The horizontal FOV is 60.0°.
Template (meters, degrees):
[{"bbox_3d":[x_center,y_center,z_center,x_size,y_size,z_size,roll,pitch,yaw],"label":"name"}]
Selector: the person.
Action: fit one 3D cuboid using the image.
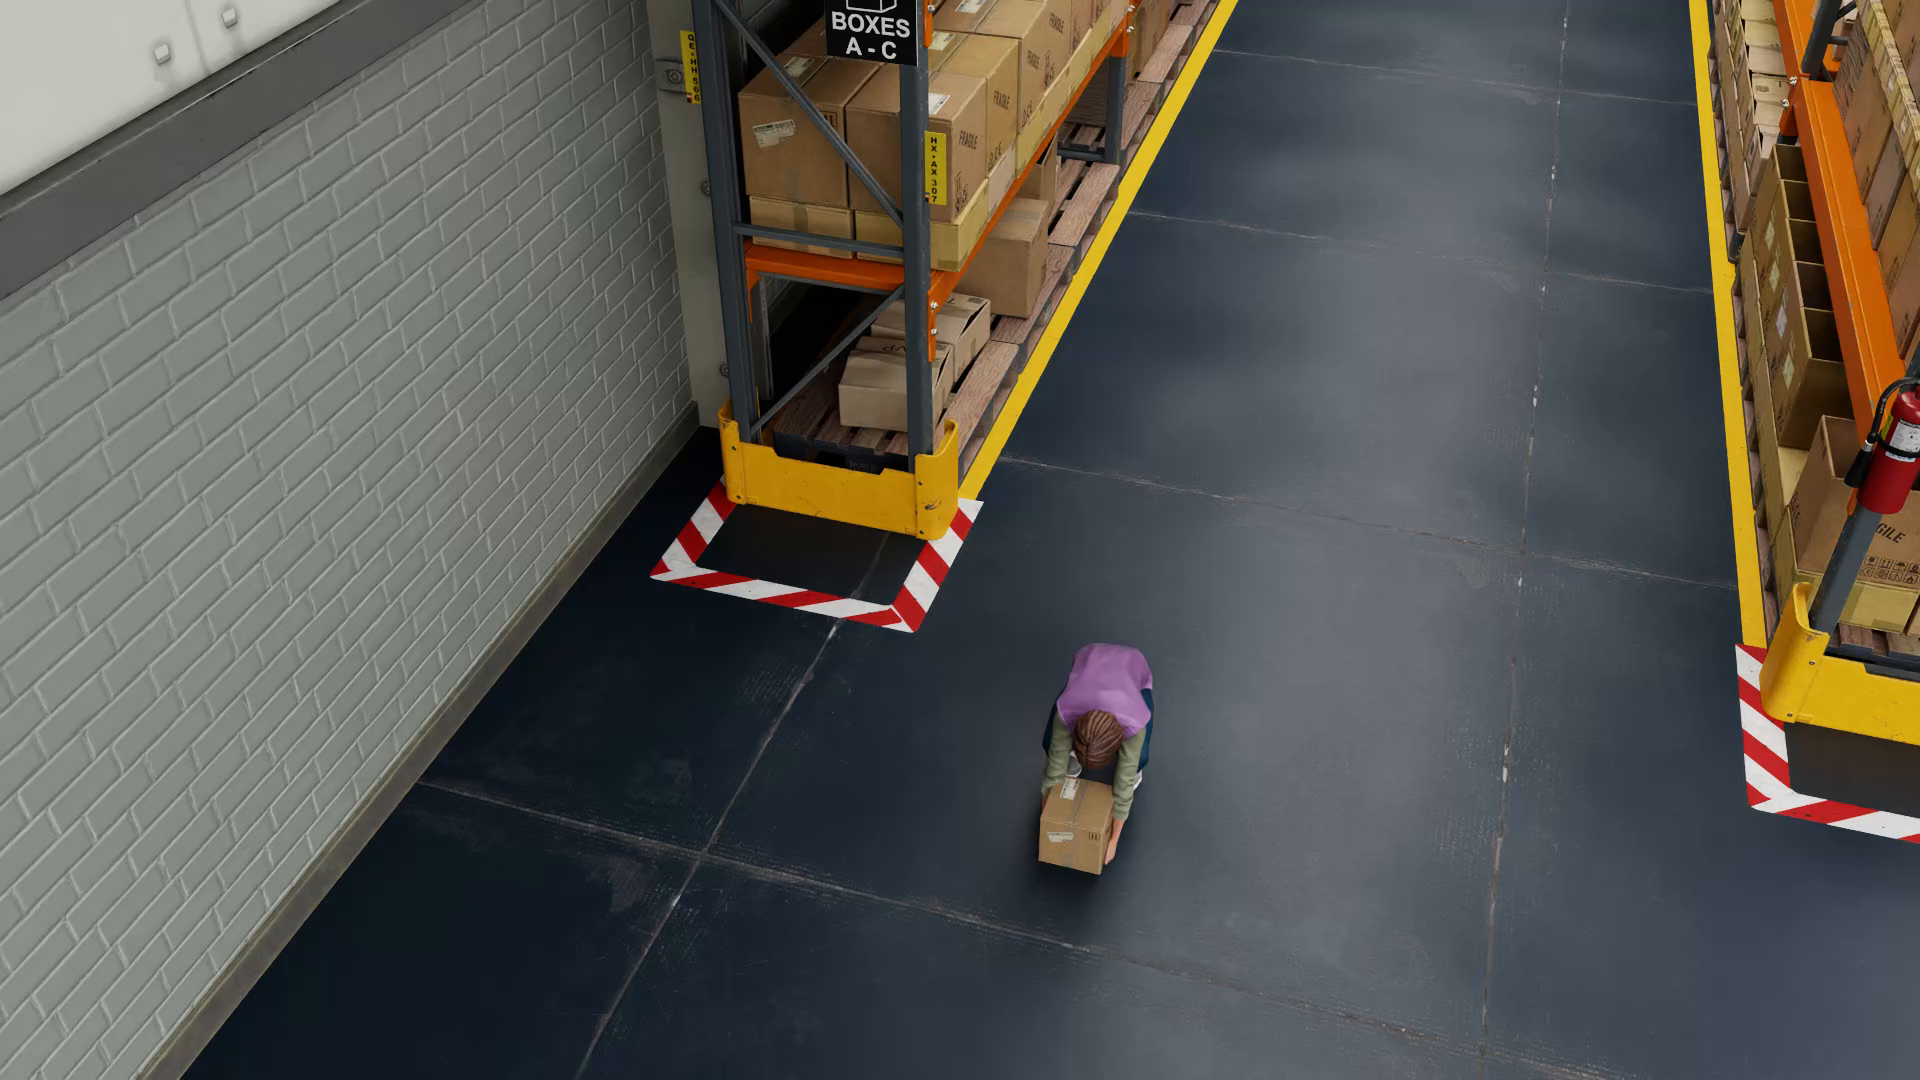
[{"bbox_3d":[0.560,0.784,6.670,0.431,0.770,0.834,10,39,13],"label":"person"}]
